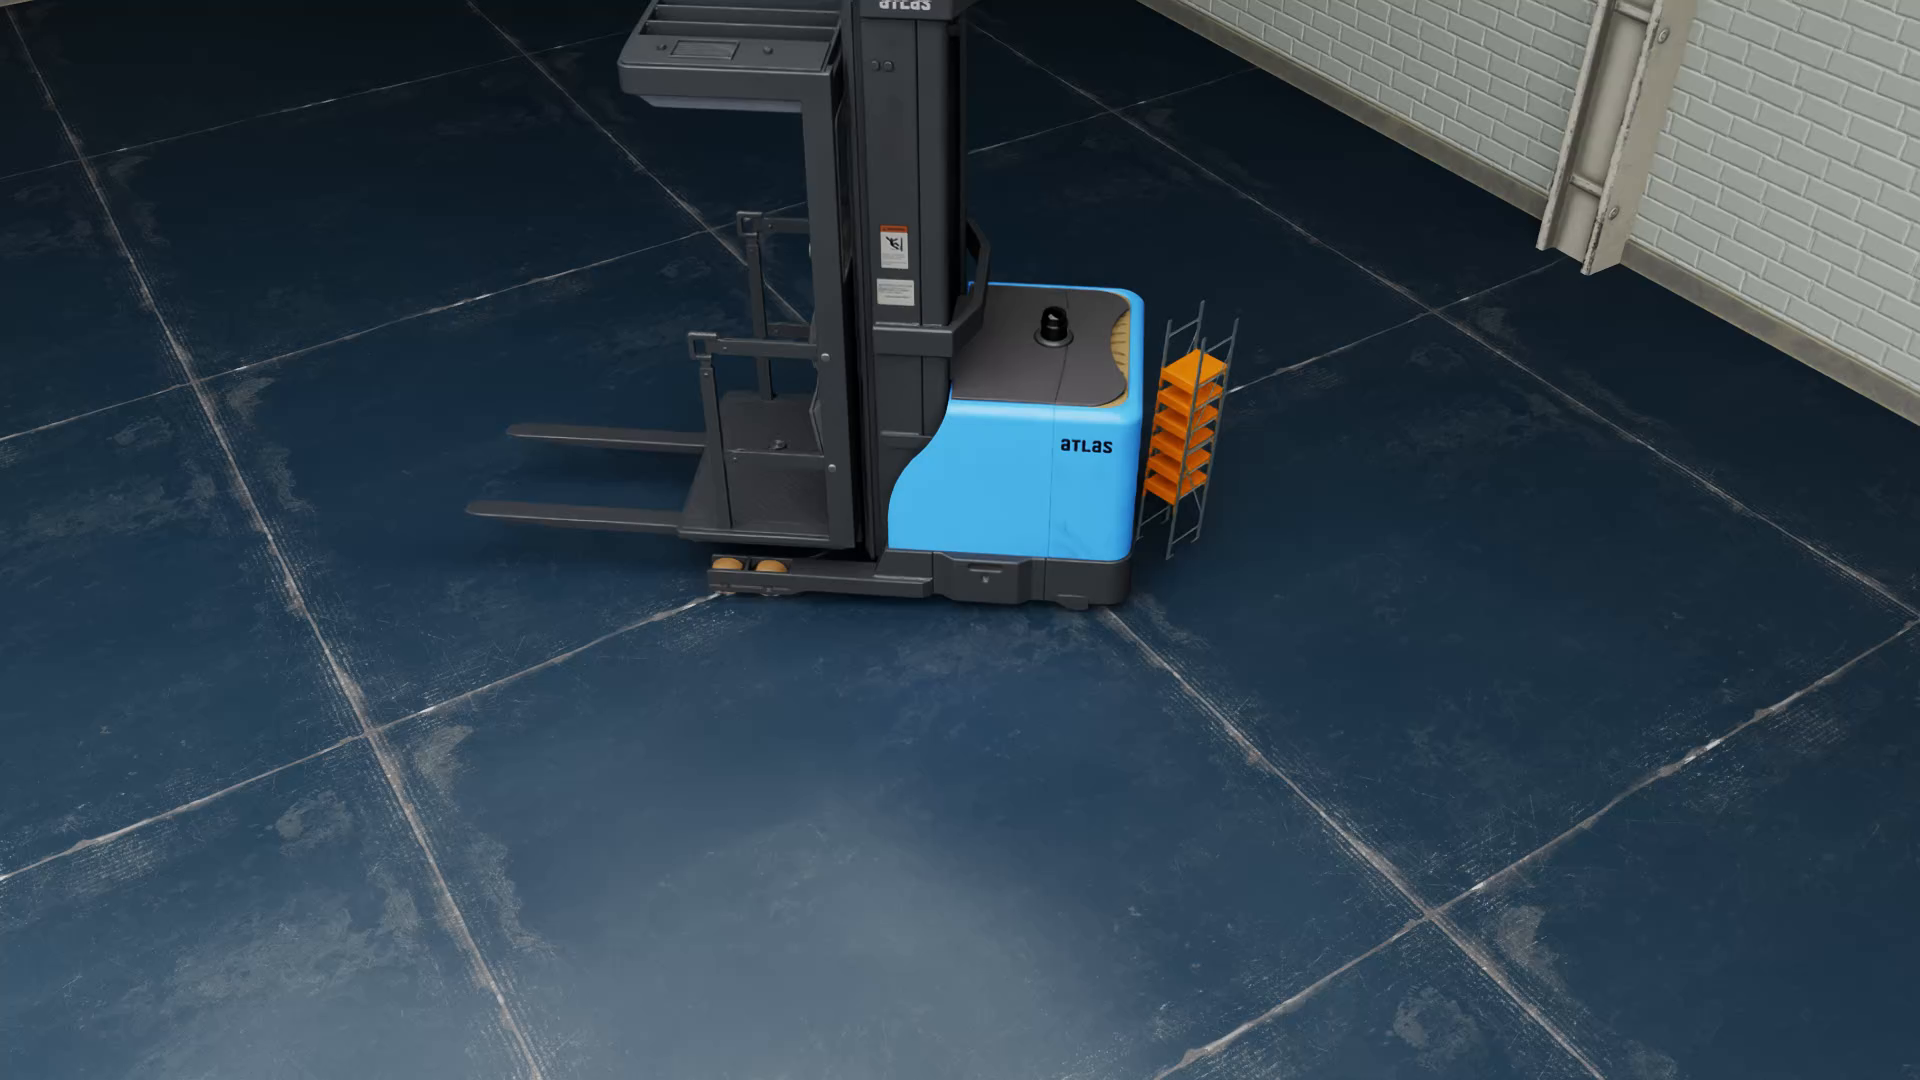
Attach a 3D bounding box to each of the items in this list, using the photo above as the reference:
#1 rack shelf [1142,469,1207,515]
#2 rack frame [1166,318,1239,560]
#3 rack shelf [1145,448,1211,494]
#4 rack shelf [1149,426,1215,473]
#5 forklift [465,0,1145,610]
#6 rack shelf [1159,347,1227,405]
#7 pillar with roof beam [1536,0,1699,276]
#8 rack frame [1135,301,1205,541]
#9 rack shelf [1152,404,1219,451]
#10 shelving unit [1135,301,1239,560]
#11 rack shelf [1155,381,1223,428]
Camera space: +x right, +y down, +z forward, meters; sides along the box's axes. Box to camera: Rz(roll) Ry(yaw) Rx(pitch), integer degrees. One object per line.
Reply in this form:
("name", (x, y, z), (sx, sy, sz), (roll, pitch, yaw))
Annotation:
("rack shelf", (0.980, -0.246, 7.540), (0.180, 0.103, 0.258), (34, 48, 31))
("rack frame", (1.058, -0.421, 7.311), (0.006, 1.200, 0.240), (34, 48, 31))
("rack shelf", (0.985, -0.338, 7.463), (0.180, 0.103, 0.258), (34, 48, 31))
("rack shelf", (0.991, -0.430, 7.387), (0.180, 0.103, 0.258), (34, 48, 31))
("forklift", (-0.713, -1.206, 6.907), (3.031, 2.935, 1.130), (3, 40, 4))
("rack shelf", (1.009, -0.707, 7.157), (0.180, 0.103, 0.258), (34, 48, 31))
("pillar with roof beam", (0.006, -3.656, 5.108), (9.100, 9.000, 0.400), (-22, 45, -24))
("rack frame", (0.928, -0.508, 7.406), (0.006, 1.200, 0.240), (34, 48, 31))
("rack shelf", (0.997, -0.522, 7.310), (0.180, 0.103, 0.258), (34, 48, 31))
("shelving unit", (0.993, -0.464, 7.358), (0.189, 1.200, 0.258), (34, 48, 31))
("rack shelf", (1.003, -0.615, 7.234), (0.180, 0.103, 0.258), (34, 48, 31))
